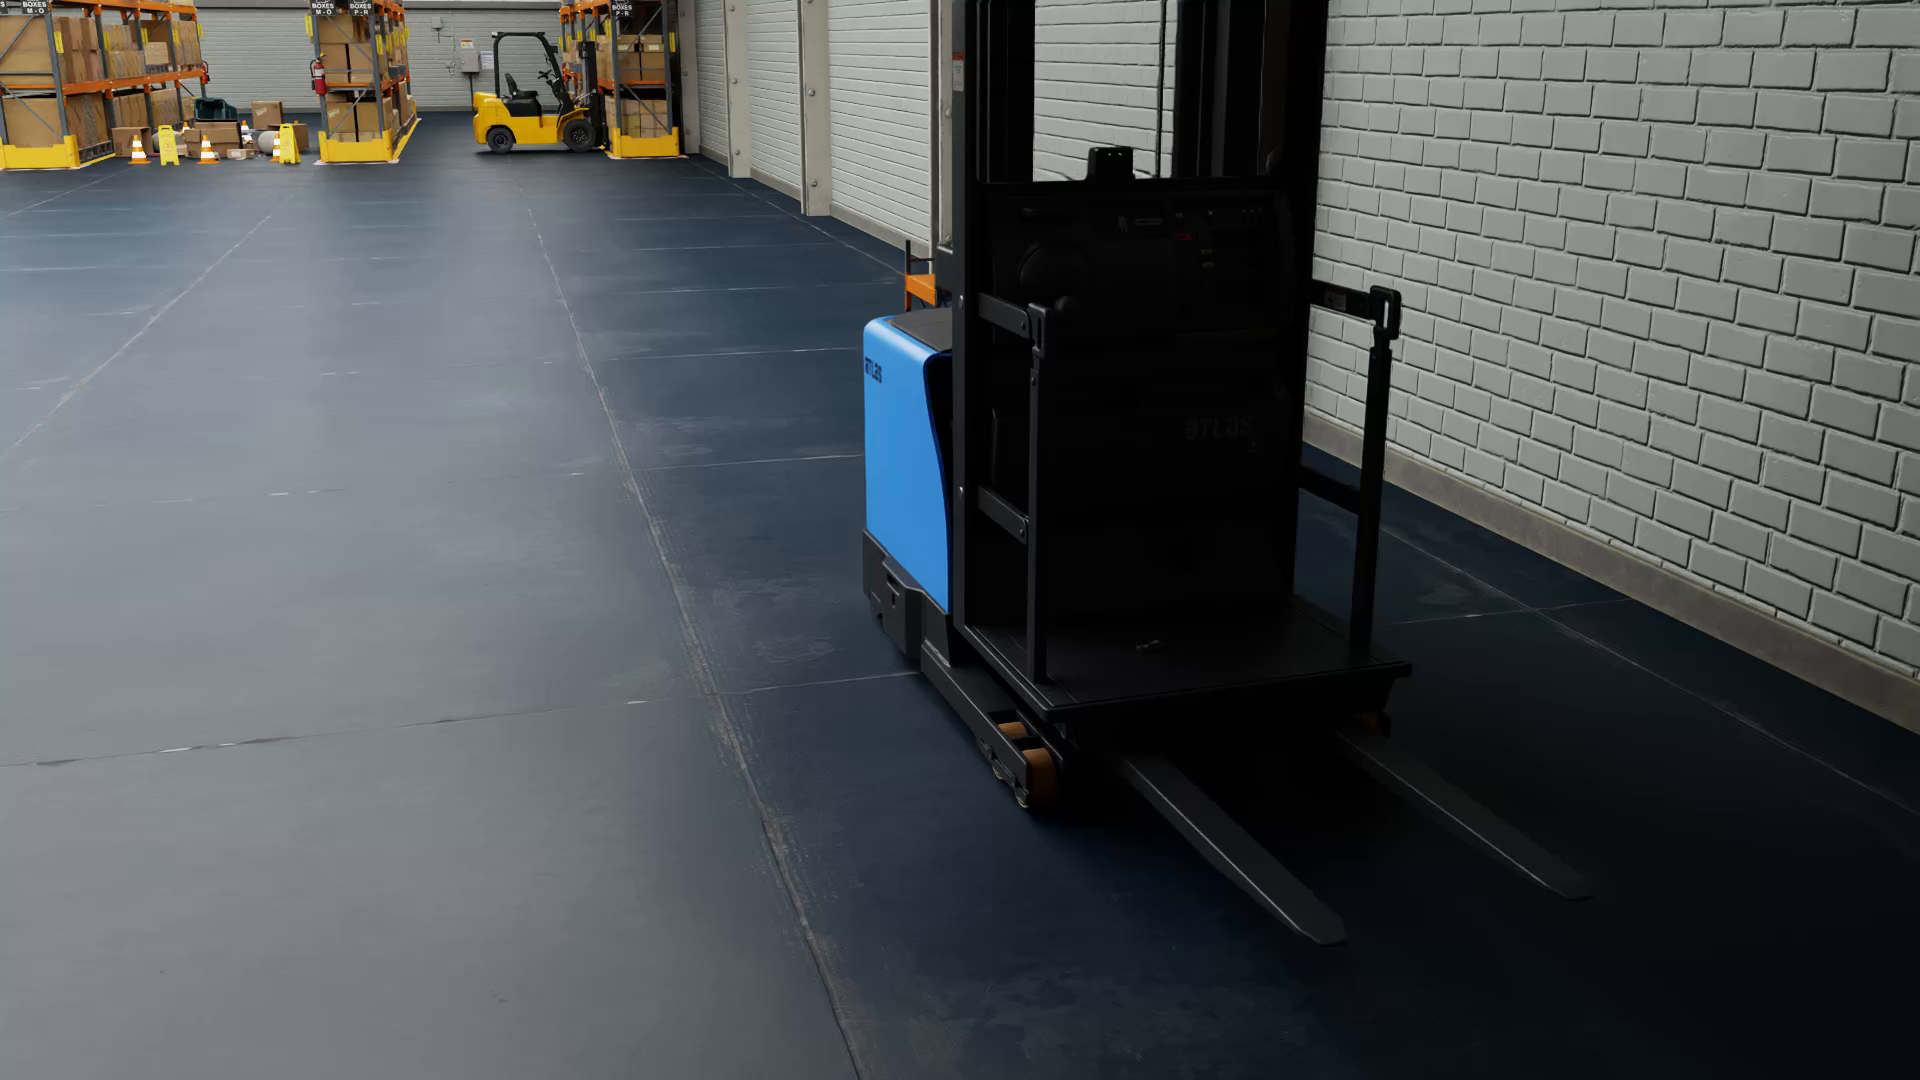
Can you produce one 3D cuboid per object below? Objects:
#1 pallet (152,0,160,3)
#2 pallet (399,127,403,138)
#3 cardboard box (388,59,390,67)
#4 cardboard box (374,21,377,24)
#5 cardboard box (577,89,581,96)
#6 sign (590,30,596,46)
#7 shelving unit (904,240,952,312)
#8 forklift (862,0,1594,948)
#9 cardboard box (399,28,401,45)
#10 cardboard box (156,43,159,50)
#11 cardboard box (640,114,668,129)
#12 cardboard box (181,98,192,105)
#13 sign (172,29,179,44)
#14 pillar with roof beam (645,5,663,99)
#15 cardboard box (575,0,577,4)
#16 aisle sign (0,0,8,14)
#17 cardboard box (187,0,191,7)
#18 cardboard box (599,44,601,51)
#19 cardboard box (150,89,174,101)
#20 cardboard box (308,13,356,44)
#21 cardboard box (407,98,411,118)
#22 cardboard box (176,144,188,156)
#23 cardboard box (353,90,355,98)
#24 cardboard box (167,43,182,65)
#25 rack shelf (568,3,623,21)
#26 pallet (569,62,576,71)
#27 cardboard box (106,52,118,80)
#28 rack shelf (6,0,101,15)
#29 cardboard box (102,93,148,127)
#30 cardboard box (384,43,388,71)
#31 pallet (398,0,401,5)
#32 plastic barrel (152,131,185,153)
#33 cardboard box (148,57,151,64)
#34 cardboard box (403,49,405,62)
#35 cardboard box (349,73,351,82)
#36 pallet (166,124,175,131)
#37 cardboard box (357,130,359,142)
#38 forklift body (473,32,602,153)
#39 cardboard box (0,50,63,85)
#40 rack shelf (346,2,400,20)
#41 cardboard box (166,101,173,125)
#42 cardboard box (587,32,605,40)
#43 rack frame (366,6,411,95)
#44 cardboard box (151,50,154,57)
[{"bbox_3d":[-18.135,-11.799,36.129,1.213,0.211,1.003,-5,17,-15],"label":"pallet"},{"bbox_3d":[-12.446,-8.679,35.478,1.003,0.211,1.213,-5,17,-15],"label":"pallet"},{"bbox_3d":[-11.408,-9.383,32.682,0.380,0.149,0.250,-4,17,-14],"label":"cardboard box"},{"bbox_3d":[-14.118,-12.316,39.700,0.380,0.149,0.250,-4,17,-14],"label":"cardboard box"},{"bbox_3d":[-9.145,-10.925,40.596,0.380,0.149,0.250,-4,17,-13],"label":"cardboard box"},{"bbox_3d":[-7.308,-9.989,33.117,0.100,0.325,0.005,-5,17,-15],"label":"sign"},{"bbox_3d":[-0.046,-0.620,6.932,0.258,1.200,0.503,-5,17,-15],"label":"shelving unit"},{"bbox_3d":[0.590,-0.802,4.528,1.130,2.935,3.031,-5,18,-17],"label":"forklift"},{"bbox_3d":[-13.395,-11.760,38.977,0.500,0.500,0.500,-4,17,-13],"label":"cardboard box"},{"bbox_3d":[-17.912,-10.901,36.702,0.380,0.149,0.250,-5,18,-17],"label":"cardboard box"},{"bbox_3d":[-5.619,-7.682,30.491,0.500,0.250,0.500,-4,17,-14],"label":"cardboard box"},{"bbox_3d":[-18.791,-10.585,40.166,0.380,0.149,0.250,-5,17,-15],"label":"cardboard box"},{"bbox_3d":[-17.958,-11.517,38.068,0.100,0.325,0.005,-5,17,-15],"label":"sign"},{"bbox_3d":[-10.802,-12.868,34.148,9.100,9.000,0.400,-5,17,-15],"label":"pillar with roof beam"},{"bbox_3d":[-8.539,-12.389,38.029,0.500,0.250,0.500,-5,17,-15],"label":"cardboard box"},{"bbox_3d":[-15.462,-8.800,26.516,0.394,0.787,0.004,-5,17,-15],"label":"aisle sign"},{"bbox_3d":[-19.063,-13.144,40.541,0.500,0.250,0.500,-5,17,-15],"label":"cardboard box"},{"bbox_3d":[-6.787,-9.552,32.236,0.380,0.149,0.250,-4,17,-14],"label":"cardboard box"},{"bbox_3d":[-17.914,-9.952,37.180,0.500,0.250,0.500,-4,17,-13],"label":"cardboard box"},{"bbox_3d":[-10.811,-8.811,28.642,0.700,0.500,0.500,-5,17,-17],"label":"cardboard box"},{"bbox_3d":[-13.828,-10.493,40.395,0.875,0.438,0.875,-5,17,-16],"label":"cardboard box"},{"bbox_3d":[-14.049,-7.066,30.013,0.396,0.266,0.258,-2,17,-6],"label":"cardboard box"},{"bbox_3d":[-11.681,-8.455,31.503,0.380,0.149,0.250,-4,17,-14],"label":"cardboard box"},{"bbox_3d":[-18.384,-11.265,38.550,0.500,0.500,0.500,-5,17,-16],"label":"cardboard box"},{"bbox_3d":[-8.438,-12.270,38.621,1.077,0.370,4.000,-5,17,-15],"label":"rack shelf"},{"bbox_3d":[-8.873,-11.409,40.054,1.003,0.211,1.213,-5,17,-15],"label":"pallet"},{"bbox_3d":[-16.178,-8.920,31.259,0.500,0.500,0.500,-4,17,-15],"label":"cardboard box"},{"bbox_3d":[-15.742,-9.244,28.548,1.077,0.370,4.000,-5,17,-15],"label":"rack shelf"},{"bbox_3d":[-17.310,-8.760,34.080,1.050,0.750,0.750,-5,17,-16],"label":"cardboard box"},{"bbox_3d":[-11.051,-9.070,31.241,0.500,0.500,0.500,-4,17,-13],"label":"cardboard box"},{"bbox_3d":[-14.305,-13.295,40.939,1.003,0.211,1.213,-5,17,-15],"label":"pallet"},{"bbox_3d":[-14.505,-7.279,30.448,0.512,0.421,0.421,7,18,23],"label":"plastic barrel"},{"bbox_3d":[-17.544,-10.255,35.586,0.380,0.149,0.250,-4,17,-13],"label":"cardboard box"},{"bbox_3d":[-13.770,-11.675,40.432,0.500,0.500,0.500,-5,17,-15],"label":"cardboard box"},{"bbox_3d":[-11.031,-8.269,29.702,0.380,0.149,0.250,-4,17,-14],"label":"cardboard box"},{"bbox_3d":[-17.936,-9.029,36.644,1.003,0.211,1.213,-5,17,-15],"label":"pallet"},{"bbox_3d":[-11.077,-7.248,29.918,0.500,0.250,0.500,-5,17,-15],"label":"cardboard box"},{"bbox_3d":[-7.965,-8.385,31.128,2.313,2.155,1.214,-5,17,-15],"label":"forklift body"},{"bbox_3d":[-15.338,-7.770,27.343,0.875,0.550,0.550,-5,17,-15],"label":"cardboard box"},{"bbox_3d":[-13.209,-11.876,37.311,1.077,0.370,4.000,-5,17,-15],"label":"rack shelf"},{"bbox_3d":[-17.768,-9.453,36.823,0.500,0.500,0.500,-5,17,-16],"label":"cardboard box"},{"bbox_3d":[-9.141,-12.593,42.103,0.500,0.500,0.500,-5,17,-17],"label":"cardboard box"},{"bbox_3d":[-14.858,-12.444,43.164,1.000,3.000,0.127,-5,17,-15],"label":"rack frame"},{"bbox_3d":[-17.686,-10.540,36.018,0.380,0.149,0.250,-5,17,-16],"label":"cardboard box"}]
